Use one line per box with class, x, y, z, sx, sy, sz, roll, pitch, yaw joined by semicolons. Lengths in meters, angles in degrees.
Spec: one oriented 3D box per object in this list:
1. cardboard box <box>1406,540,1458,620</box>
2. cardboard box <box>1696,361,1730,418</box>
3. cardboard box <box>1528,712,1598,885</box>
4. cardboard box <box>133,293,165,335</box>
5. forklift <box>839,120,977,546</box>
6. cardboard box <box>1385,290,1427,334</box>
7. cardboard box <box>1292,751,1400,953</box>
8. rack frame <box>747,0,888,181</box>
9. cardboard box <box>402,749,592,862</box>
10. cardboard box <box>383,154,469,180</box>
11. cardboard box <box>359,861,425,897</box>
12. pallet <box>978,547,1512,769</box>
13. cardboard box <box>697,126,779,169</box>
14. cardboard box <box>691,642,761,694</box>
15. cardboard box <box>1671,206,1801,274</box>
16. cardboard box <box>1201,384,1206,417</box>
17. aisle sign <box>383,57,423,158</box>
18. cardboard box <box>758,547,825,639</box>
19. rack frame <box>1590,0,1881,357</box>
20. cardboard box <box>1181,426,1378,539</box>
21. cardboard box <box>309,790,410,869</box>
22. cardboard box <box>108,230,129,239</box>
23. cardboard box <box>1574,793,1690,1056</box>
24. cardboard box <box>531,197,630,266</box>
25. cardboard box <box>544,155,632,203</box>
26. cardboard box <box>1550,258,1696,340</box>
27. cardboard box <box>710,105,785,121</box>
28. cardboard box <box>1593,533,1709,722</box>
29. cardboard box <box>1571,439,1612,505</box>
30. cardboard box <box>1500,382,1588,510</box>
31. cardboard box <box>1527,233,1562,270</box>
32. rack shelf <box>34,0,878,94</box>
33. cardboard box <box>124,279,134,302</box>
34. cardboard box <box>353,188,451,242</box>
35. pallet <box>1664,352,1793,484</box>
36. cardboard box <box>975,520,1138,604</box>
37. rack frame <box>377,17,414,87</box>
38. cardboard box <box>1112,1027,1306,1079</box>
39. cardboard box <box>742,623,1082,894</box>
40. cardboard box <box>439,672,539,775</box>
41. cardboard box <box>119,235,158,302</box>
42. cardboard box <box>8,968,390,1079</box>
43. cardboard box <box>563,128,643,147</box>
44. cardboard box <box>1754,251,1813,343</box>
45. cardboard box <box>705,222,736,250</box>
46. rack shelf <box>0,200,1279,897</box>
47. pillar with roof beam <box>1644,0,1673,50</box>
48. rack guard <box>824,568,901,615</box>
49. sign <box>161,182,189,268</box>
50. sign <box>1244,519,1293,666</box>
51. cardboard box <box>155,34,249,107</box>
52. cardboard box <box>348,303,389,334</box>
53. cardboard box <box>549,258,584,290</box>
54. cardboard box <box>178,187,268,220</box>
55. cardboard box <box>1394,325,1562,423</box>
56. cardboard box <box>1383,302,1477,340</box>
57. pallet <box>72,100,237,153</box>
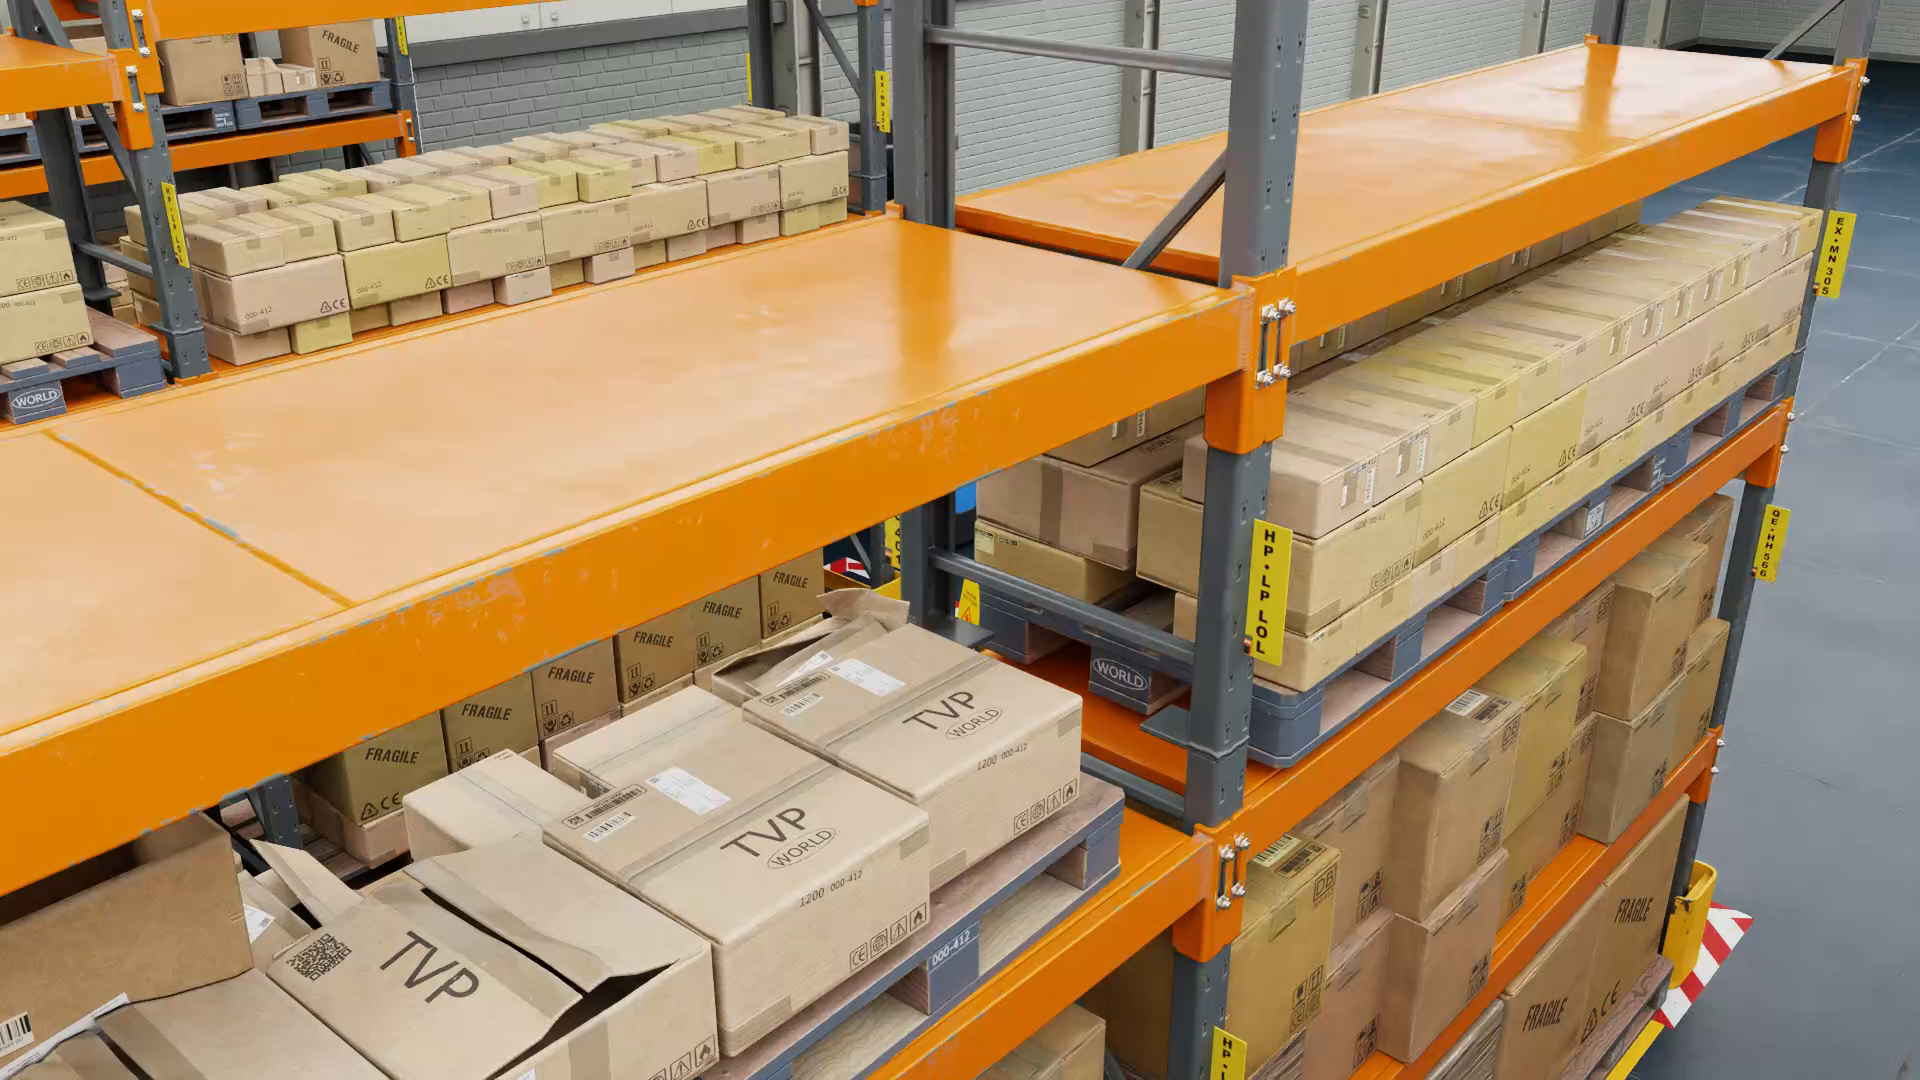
cardboard box;1.090;0.054;4.440;0.380;0.149;0.250;20;31;37
cardboard box;2.447;-0.566;5.823;0.380;0.149;0.250;21;31;38
cardboard box;1.893;0.866;6.439;0.875;0.550;0.550;20;31;38
cardboard box;-3.515;-1.036;7.507;0.380;0.149;0.250;20;31;38
forklift;-0.860;-1.768;12.581;3.031;2.935;1.130;21;32;39
cardboard box;1.275;-0.798;5.366;0.380;0.149;0.250;21;31;38
cardboard box;0.808;0.855;5.145;0.875;0.550;0.550;20;31;38
rack frame;-0.829;-3.559;9.159;1.000;3.000;0.127;20;31;38
cardboard box;-0.874;0.583;3.260;0.380;0.149;0.250;20;31;38
cardboard box;-2.634;-1.790;8.214;0.380;0.149;0.250;21;31;38
cardboard box;-2.153;1.669;6.961;0.500;0.500;0.500;20;31;38
pallet;0.809;0.144;4.677;1.003;0.211;1.213;20;31;38
cardboard box;-1.192;-2.105;8.915;0.380;0.149;0.250;20;31;37
cardboard box;-1.520;0.717;9.803;0.500;0.250;0.500;20;31;38
cardboard box;2.785;-1.085;6.004;0.380;0.149;0.250;20;31;38
cardboard box;0.599;-0.489;4.675;0.380;0.149;0.250;20;31;37
aisle sign;-4.265;-3.302;12.741;0.394;0.787;0.004;20;31;38
cardboard box;-1.169;0.215;10.006;0.500;0.500;0.500;20;31;38
rack frame;2.925;-2.238;6.213;1.000;3.000;0.127;20;31;38
cardboard box;0.751;-0.155;3.931;0.380;0.149;0.250;20;31;38
cardboard box;-2.904;1.354;8.382;0.500;0.250;0.500;18;30;35
cardboard box;-5.965;-2.145;12.061;0.380;0.149;0.250;20;31;38
cardboard box;2.521;1.502;7.288;0.875;0.875;0.875;20;31;38
cardboard box;-1.984;-1.561;8.190;0.500;0.250;0.500;21;31;38
cardboard box;-1.833;-1.779;8.189;0.380;0.149;0.250;21;32;39
cardboard box;2.104;-0.773;5.309;0.380;0.149;0.250;20;31;37
cardboard box;-1.218;-2.387;9.544;0.380;0.149;0.250;20;31;37
cardboard box;2.350;0.234;6.531;0.875;0.550;0.550;20;31;38
cardboard box;1.766;-0.255;5.128;0.380;0.149;0.250;21;31;38
cardboard box;1.462;-0.336;4.821;0.500;0.250;0.500;20;31;37
cardboard box;1.957;-1.110;6.061;0.380;0.149;0.250;21;31;38
rack shelf;-2.164;-2.620;7.948;1.077;0.370;4.000;20;31;38
cardboard box;-5.742;-1.789;11.631;0.380;0.149;0.250;19;31;36
cardboard box;-2.515;-1.465;7.489;0.380;0.149;0.250;20;31;37
pallet;2.438;-0.600;6.335;1.003;0.211;1.213;20;31;38
cardboard box;0.260;0.029;4.496;0.380;0.149;0.250;20;31;37
rack frame;-4.528;-4.913;12.179;1.000;3.000;0.127;20;31;38
cardboard box;0.493;1.534;4.950;0.875;0.550;0.550;20;31;38
cardboard box;-0.097;0.440;3.456;0.500;0.250;0.500;21;31;38
cardboard box;-2.555;0.846;8.599;0.500;0.500;0.500;22;32;40
cardboard box;-3.403;-1.247;7.490;0.500;0.250;0.500;20;31;37
cardboard box;-1.090;0.902;2.350;0.500;0.311;0.500;19;31;37
cardboard box;-1.904;-2.088;8.879;0.380;0.149;0.250;20;31;37
cardboard box;2.806;-0.948;6.188;0.500;0.250;0.500;21;31;38
cardboard box;-1.422;-1.675;8.931;0.380;0.149;0.250;20;31;38
rack shelf;-1.080;0.101;2.365;1.077;0.370;4.000;20;31;38
pillar with roof beam;17.564;-12.912;30.019;9.100;9.000;0.400;20;31;38
rack guard;-0.880;0.343;10.846;1.175;0.500;0.348;20;31;38
sign;-3.083;-1.236;6.533;0.100;0.325;0.005;20;31;38
sign;0.666;0.115;3.615;0.100;0.325;0.005;20;31;38
cardboard box;-5.400;-3.341;11.582;0.700;0.500;0.500;20;31;38
cardboard box;-2.808;-1.055;7.548;0.380;0.149;0.250;20;31;38
cardboard box;-2.076;-1.355;8.218;0.380;0.149;0.250;20;31;38
cardboard box;-3.333;-1.477;7.515;0.380;0.149;0.250;19;30;36
cardboard box;1.430;-0.466;4.625;0.380;0.149;0.250;21;31;38
cardboard box;1.402;-0.635;5.489;0.500;0.250;0.500;20;31;37
pallet;-5.833;-2.922;11.514;1.003;0.211;1.213;20;31;38
